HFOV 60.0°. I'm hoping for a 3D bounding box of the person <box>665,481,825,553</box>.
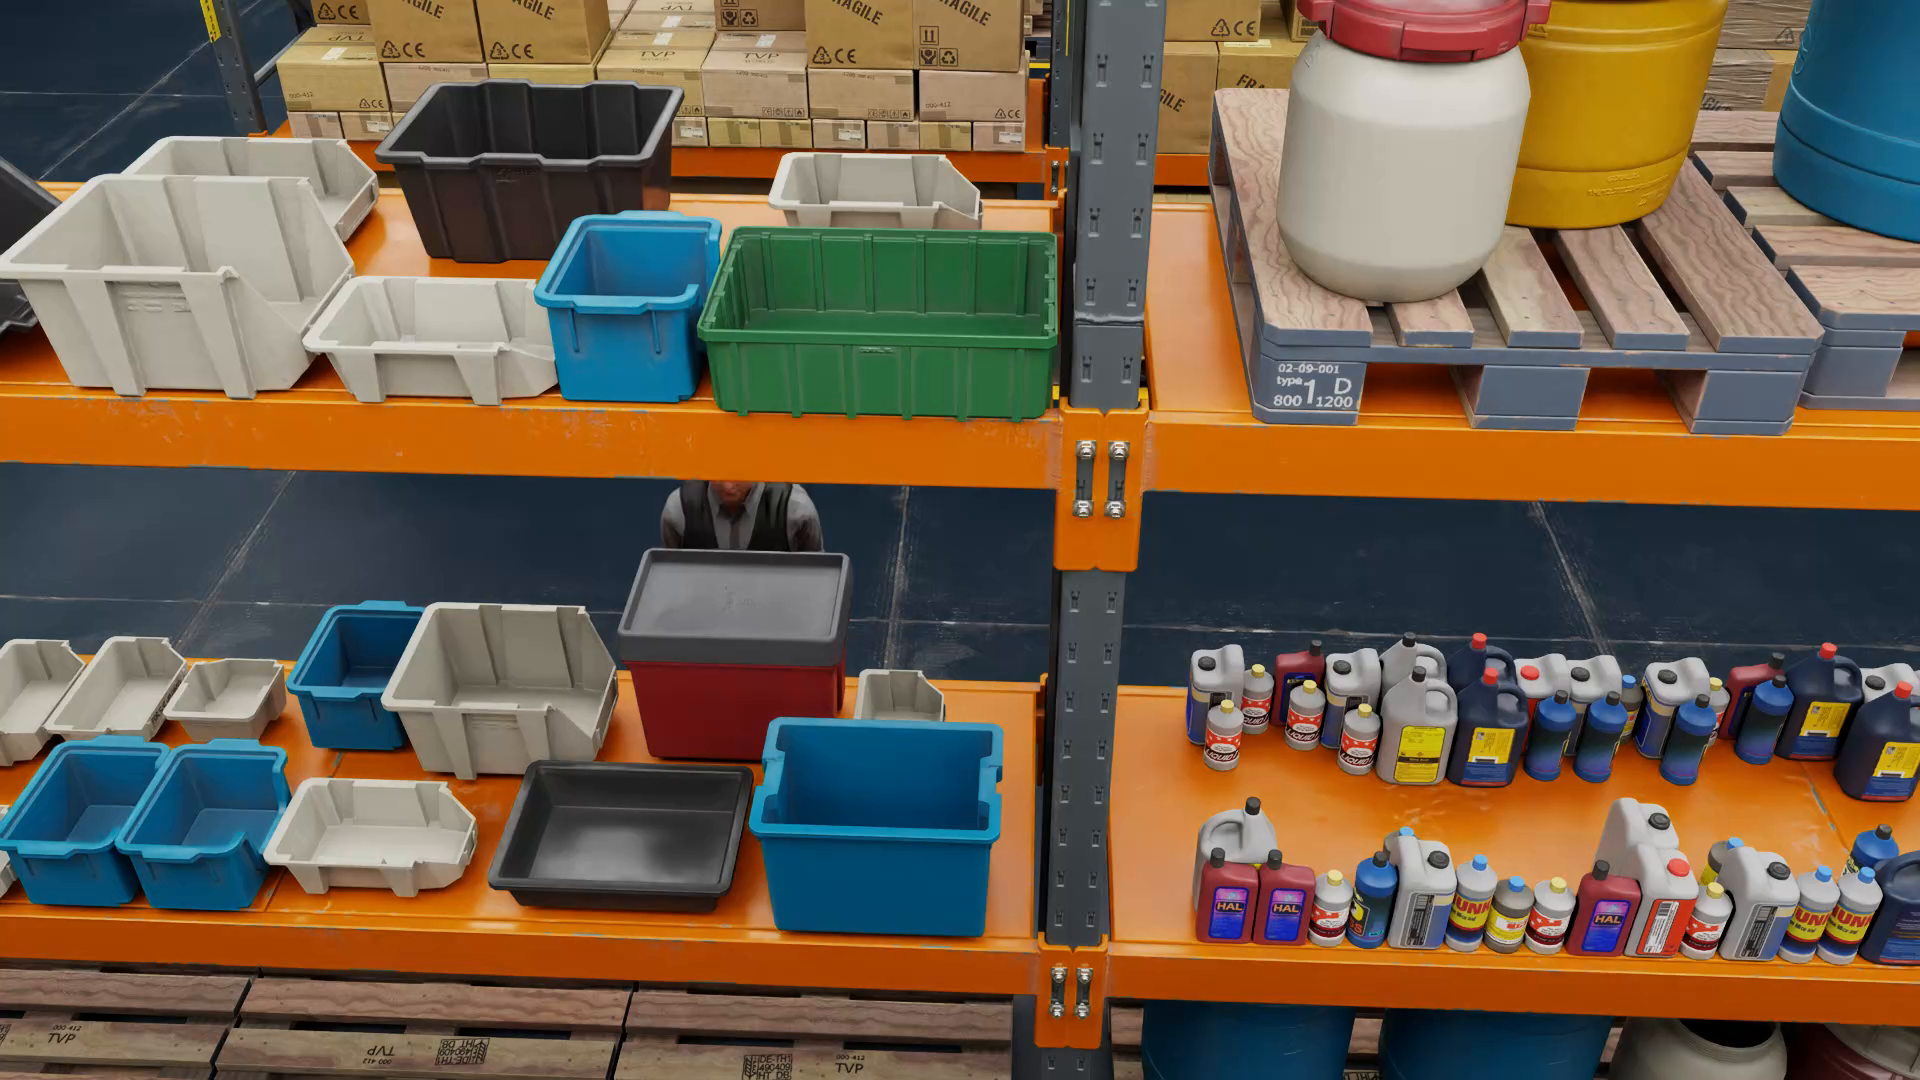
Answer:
[{"bbox_3d":[-0.705,0.385,5.626,0.548,1.723,0.436,2,35,3],"label":"person"}]
